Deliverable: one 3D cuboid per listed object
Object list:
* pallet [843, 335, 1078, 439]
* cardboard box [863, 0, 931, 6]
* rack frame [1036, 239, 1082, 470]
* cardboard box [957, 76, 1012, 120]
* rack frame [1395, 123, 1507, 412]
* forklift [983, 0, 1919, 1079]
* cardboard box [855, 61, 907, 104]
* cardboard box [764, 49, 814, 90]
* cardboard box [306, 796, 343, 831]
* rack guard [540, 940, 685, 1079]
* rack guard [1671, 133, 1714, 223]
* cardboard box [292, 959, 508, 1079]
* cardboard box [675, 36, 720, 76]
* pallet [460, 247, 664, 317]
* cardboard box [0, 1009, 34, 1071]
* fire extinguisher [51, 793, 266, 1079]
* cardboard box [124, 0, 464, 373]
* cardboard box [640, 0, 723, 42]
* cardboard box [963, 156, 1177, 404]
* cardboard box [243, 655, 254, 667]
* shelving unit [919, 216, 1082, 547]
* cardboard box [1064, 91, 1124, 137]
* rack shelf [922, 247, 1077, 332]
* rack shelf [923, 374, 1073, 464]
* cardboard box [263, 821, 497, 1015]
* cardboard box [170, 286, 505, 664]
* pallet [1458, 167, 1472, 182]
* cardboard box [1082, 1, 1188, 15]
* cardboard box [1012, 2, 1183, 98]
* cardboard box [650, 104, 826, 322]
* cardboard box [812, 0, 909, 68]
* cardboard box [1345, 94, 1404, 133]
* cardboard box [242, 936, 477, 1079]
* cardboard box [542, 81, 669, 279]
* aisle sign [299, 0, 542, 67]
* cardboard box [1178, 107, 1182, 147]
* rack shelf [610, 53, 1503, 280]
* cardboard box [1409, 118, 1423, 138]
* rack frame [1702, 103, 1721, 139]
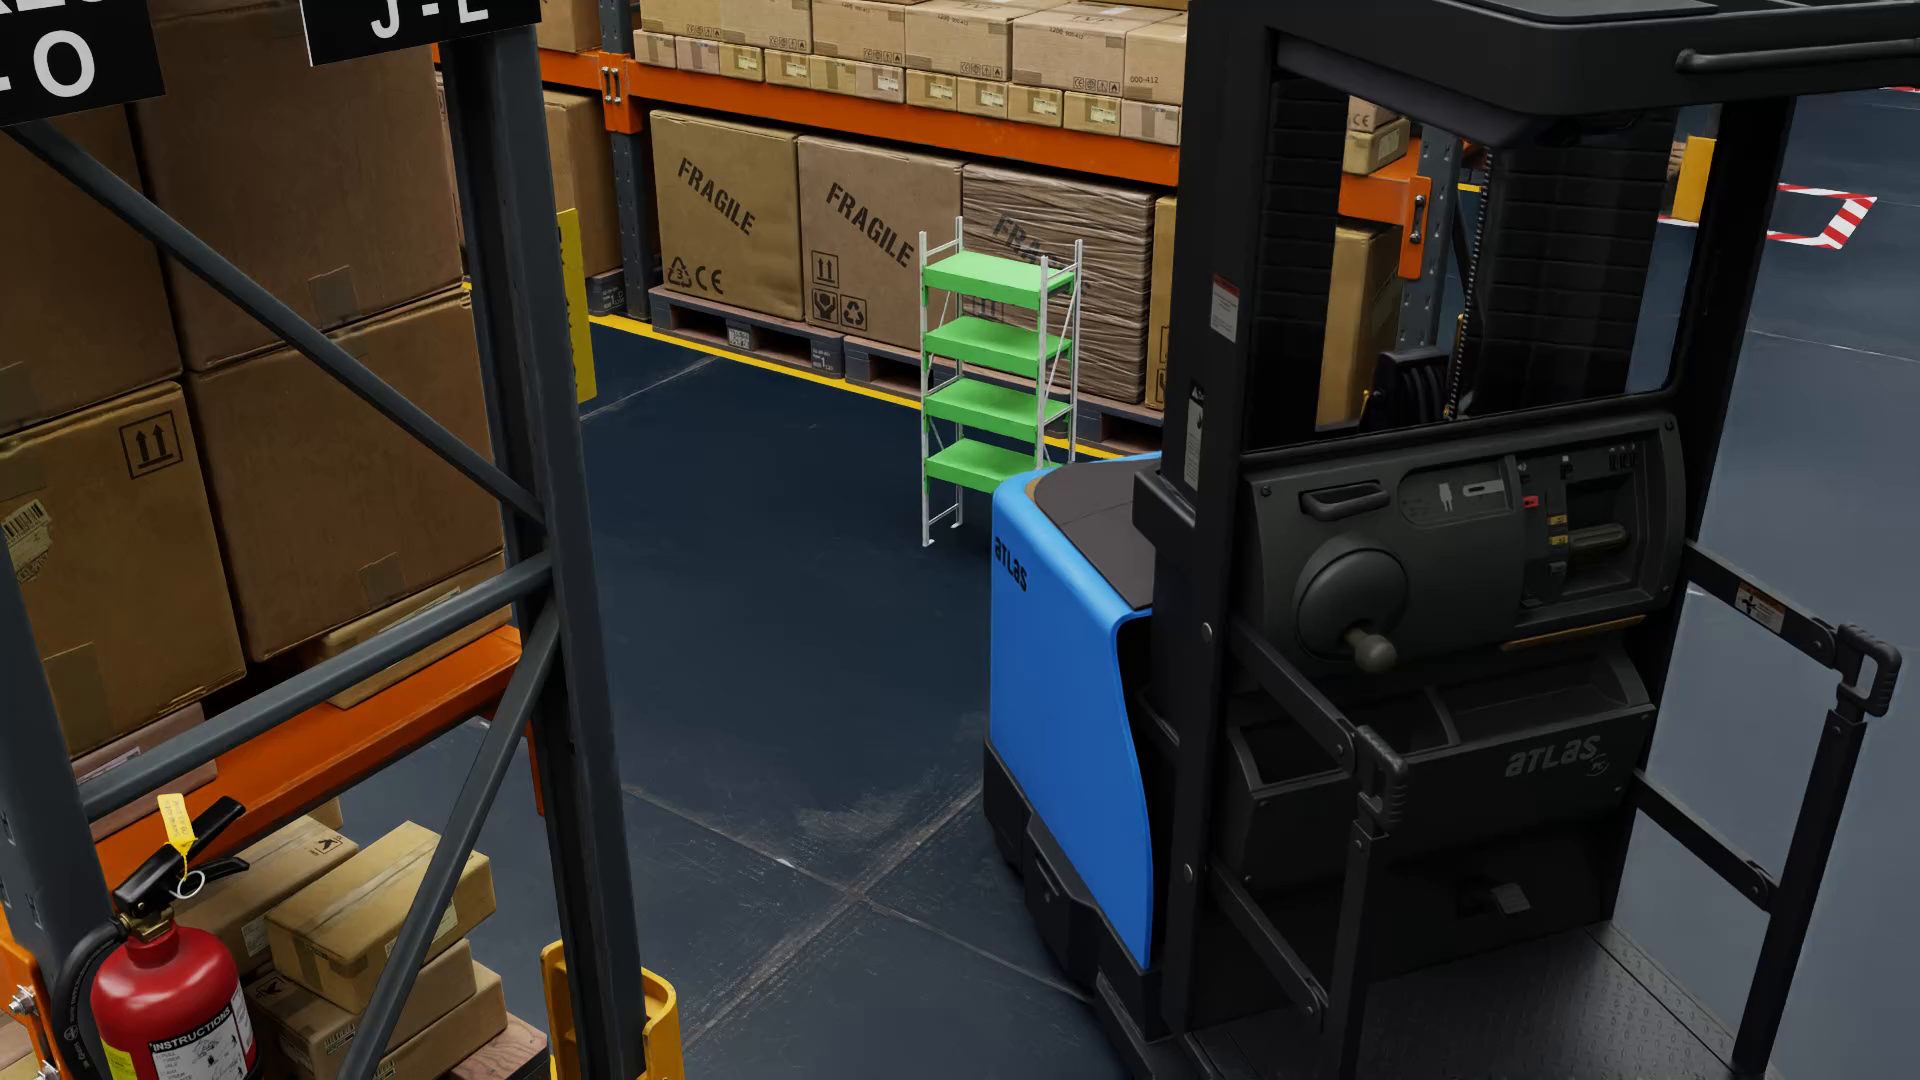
[{"bbox_3d":[0.232,-0.858,7.704,1.213,0.211,1.003,17,32,30],"label":"pallet"},{"bbox_3d":[-0.277,-2.559,6.982,0.500,0.500,0.500,16,31,29],"label":"cardboard box"},{"bbox_3d":[0.338,-0.430,5.771,0.015,1.200,0.240,17,32,30],"label":"rack frame"},{"bbox_3d":[0.197,-1.861,6.876,0.250,0.149,0.380,18,32,31],"label":"cardboard box"},{"bbox_3d":[1.937,-1.612,6.110,0.127,3.000,1.000,17,32,30],"label":"rack frame"},{"bbox_3d":[1.039,0.041,2.938,1.130,2.935,3.031,-9,28,-17],"label":"forklift"},{"bbox_3d":[-0.236,-1.994,7.138,0.250,0.149,0.380,18,32,31],"label":"cardboard box"},{"bbox_3d":[-0.653,-2.125,7.395,0.250,0.149,0.380,16,31,29],"label":"cardboard box"},{"bbox_3d":[-1.625,0.635,3.719,0.250,0.149,0.380,17,32,30],"label":"cardboard box"},{"bbox_3d":[-1.017,1.311,3.122,0.348,0.500,1.175,17,32,30],"label":"rack guard"},{"bbox_3d":[4.768,-2.348,10.312,0.348,0.500,1.175,17,32,30],"label":"rack guard"},{"bbox_3d":[-1.205,1.046,3.568,0.250,0.149,0.380,18,32,31],"label":"cardboard box"},{"bbox_3d":[-1.088,-2.259,7.659,0.250,0.149,0.380,16,31,29],"label":"cardboard box"},{"bbox_3d":[-2.039,-1.566,9.094,1.213,0.211,1.003,17,32,30],"label":"pallet"},{"bbox_3d":[-1.709,0.908,3.183,0.250,0.149,0.380,18,32,31],"label":"cardboard box"},{"bbox_3d":[-1.008,0.655,2.153,0.183,0.674,0.296,17,32,30],"label":"fire extinguisher"},{"bbox_3d":[-1.174,-0.620,2.621,0.500,0.500,0.500,17,32,30],"label":"cardboard box"},{"bbox_3d":[-1.121,-2.486,7.665,0.500,0.250,0.500,17,31,29],"label":"cardboard box"},{"bbox_3d":[0.614,-1.220,7.220,0.875,0.875,0.875,17,32,30],"label":"cardboard box"},{"bbox_3d":[-1.269,0.073,3.076,0.250,0.149,0.380,19,32,32],"label":"cardboard box"},{"bbox_3d":[0.136,-0.492,5.894,0.503,1.200,0.258,17,32,30],"label":"shelving unit"},{"bbox_3d":[0.614,-1.730,6.619,0.250,0.149,0.380,17,31,29],"label":"cardboard box"},{"bbox_3d":[0.136,-0.863,5.706,0.480,0.148,0.258,17,32,30],"label":"rack shelf"},{"bbox_3d":[0.136,-0.435,5.923,0.480,0.148,0.258,17,32,30],"label":"rack shelf"},{"bbox_3d":[-1.194,0.774,3.447,0.250,0.149,0.380,16,31,28],"label":"cardboard box"},{"bbox_3d":[-1.168,-0.179,2.856,0.500,0.500,0.500,19,33,33],"label":"cardboard box"},{"bbox_3d":[3.082,-2.760,11.441,1.213,0.211,1.003,17,32,30],"label":"pallet"},{"bbox_3d":[0.850,-2.163,7.030,0.500,0.250,0.500,16,31,29],"label":"cardboard box"},{"bbox_3d":[0.550,-1.964,6.639,0.500,0.250,0.500,16,31,29],"label":"cardboard box"},{"bbox_3d":[-0.862,-1.680,8.123,0.875,0.875,0.875,17,32,30],"label":"cardboard box"},{"bbox_3d":[-0.284,-2.225,7.153,0.500,0.250,0.500,18,32,32],"label":"cardboard box"},{"bbox_3d":[1.387,-1.703,6.126,0.500,0.250,0.500,17,31,30],"label":"cardboard box"},{"bbox_3d":[-1.241,0.937,3.454,0.250,0.149,0.380,19,32,32],"label":"cardboard box"},{"bbox_3d":[-1.899,-2.036,8.823,0.875,0.875,1.225,17,32,30],"label":"cardboard box"},{"bbox_3d":[-0.725,-1.035,2.111,0.004,0.787,0.394,17,32,30],"label":"aisle sign"},{"bbox_3d":[1.034,-1.599,6.362,0.250,0.149,0.380,17,32,30],"label":"cardboard box"},{"bbox_3d":[0.288,-1.805,7.282,4.000,0.370,1.077,17,32,30],"label":"rack shelf"},{"bbox_3d":[1.831,-1.714,6.588,0.250,0.149,0.380,18,32,31],"label":"cardboard box"},{"bbox_3d":[4.741,-3.463,9.748,0.127,3.000,1.000,17,32,30],"label":"rack frame"}]
